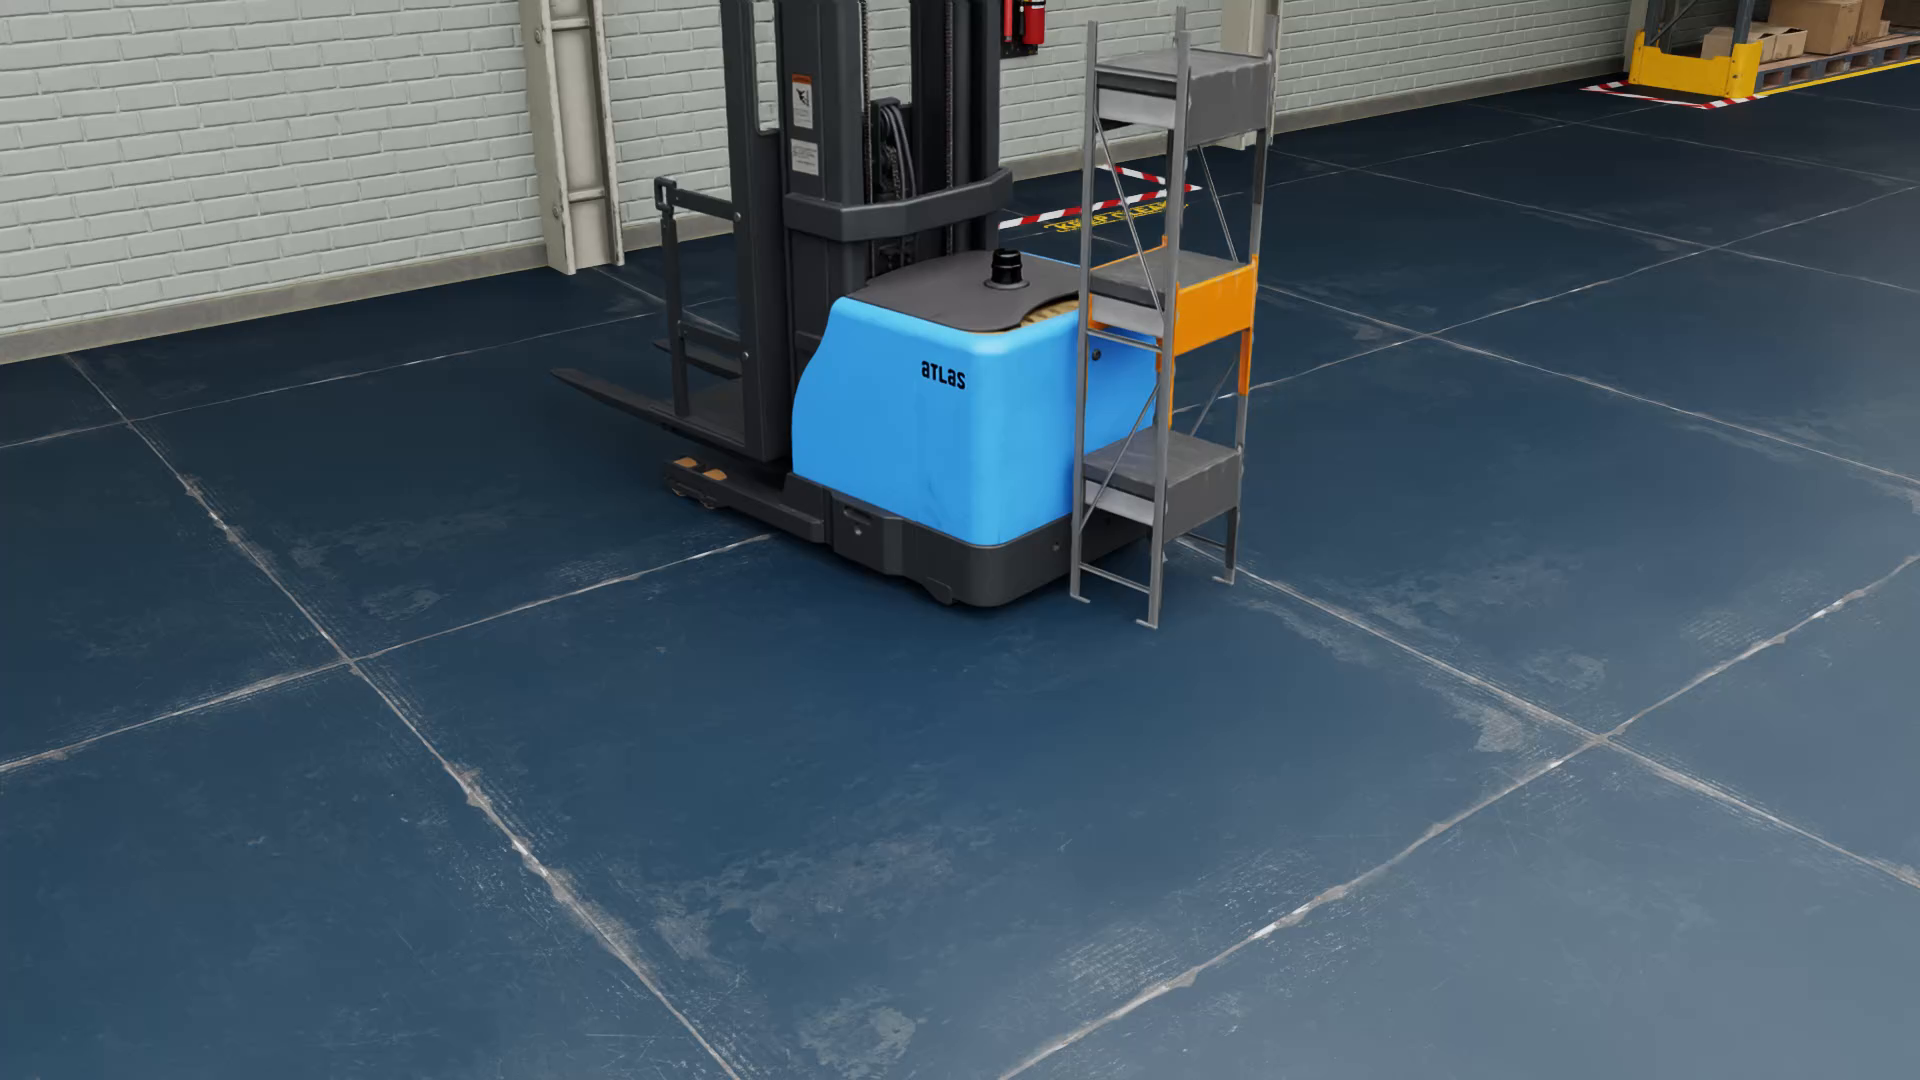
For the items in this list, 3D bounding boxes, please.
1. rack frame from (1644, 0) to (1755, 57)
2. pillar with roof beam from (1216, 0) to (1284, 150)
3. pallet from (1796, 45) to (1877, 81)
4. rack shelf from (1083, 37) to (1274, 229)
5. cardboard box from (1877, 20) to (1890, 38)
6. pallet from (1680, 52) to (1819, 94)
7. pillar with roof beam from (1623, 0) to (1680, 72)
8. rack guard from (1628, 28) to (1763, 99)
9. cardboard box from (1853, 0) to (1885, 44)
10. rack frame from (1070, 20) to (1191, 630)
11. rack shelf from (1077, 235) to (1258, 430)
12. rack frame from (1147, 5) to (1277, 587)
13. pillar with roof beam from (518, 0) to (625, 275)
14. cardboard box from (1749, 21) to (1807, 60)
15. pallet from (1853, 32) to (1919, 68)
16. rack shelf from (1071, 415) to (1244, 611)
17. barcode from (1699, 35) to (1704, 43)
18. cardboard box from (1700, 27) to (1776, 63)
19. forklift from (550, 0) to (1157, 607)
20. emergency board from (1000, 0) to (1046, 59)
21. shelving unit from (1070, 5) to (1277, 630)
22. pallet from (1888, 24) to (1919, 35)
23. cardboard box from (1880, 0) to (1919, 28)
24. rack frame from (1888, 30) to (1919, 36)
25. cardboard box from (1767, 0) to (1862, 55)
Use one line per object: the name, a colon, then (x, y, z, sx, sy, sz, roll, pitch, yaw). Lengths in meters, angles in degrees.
rack frame: (7.064, -5.750, 15.576, 0.127, 3.000, 1.000, -18, 31, -34)
pillar with roof beam: (5.016, -5.954, 8.891, 0.400, 9.000, 9.100, -18, 31, -34)
pallet: (8.744, -5.019, 17.314, 1.213, 0.211, 1.003, -18, 31, -34)
rack shelf: (0.732, -1.380, 5.600, 0.431, 0.518, 0.480, 21, 32, 38)
cardboard box: (9.809, -5.554, 17.997, 0.380, 0.166, 0.250, 22, 33, 39)
pallet: (7.784, -4.704, 16.635, 1.213, 0.211, 1.003, -18, 31, -34)
pillar with roof beam: (9.737, -7.513, 12.249, 0.400, 9.000, 9.100, -18, 31, -34)
rack guard: (7.123, -4.636, 16.144, 0.348, 0.500, 1.175, -18, 31, -34)
cardboard box: (9.419, -5.572, 17.639, 0.500, 0.500, 0.500, -21, 32, -38)
rack frame: (0.567, -0.682, 5.726, 0.400, 2.100, 0.015, 21, 32, 38)
rack shelf: (0.732, -0.745, 5.894, 0.431, 0.518, 0.480, 21, 32, 38)
rack frame: (0.897, -0.833, 6.052, 0.400, 2.100, 0.015, 21, 32, 38)
pillar with roof beam: (0.294, -4.396, 5.532, 0.400, 9.000, 9.100, -18, 31, -34)
cardboard box: (8.112, -5.028, 16.691, 0.500, 0.311, 0.500, -15, 29, -30)
pallet: (9.705, -5.338, 18.000, 1.213, 0.211, 1.003, -18, 31, -34)
rack shelf: (0.732, -0.111, 6.189, 0.431, 0.518, 0.480, 21, 32, 38)
barcode: (7.431, -5.021, 16.666, 0.075, 0.075, 0.001, -18, 31, -34)
cardboard box: (7.664, -4.879, 16.372, 0.500, 0.311, 0.500, -23, 33, -40)
forklift: (-0.638, -1.600, 6.717, 3.031, 2.935, 1.130, 22, 33, 39)
emergency board: (0.391, -4.030, 11.870, 0.643, 1.169, 0.194, -18, 31, -34)
shelving unit: (0.732, -0.758, 5.889, 0.431, 2.100, 0.503, 21, 32, 38)
pallet: (10.823, -5.727, 18.838, 1.213, 0.211, 1.003, -18, 31, -34)
cardboard box: (10.780, -6.051, 18.672, 0.500, 0.500, 0.700, -17, 30, -32)
rack frame: (10.211, -6.789, 17.814, 0.127, 3.000, 1.000, -18, 31, -34)
cardboard box: (8.720, -5.287, 17.026, 0.500, 0.500, 0.700, -21, 32, -37)
